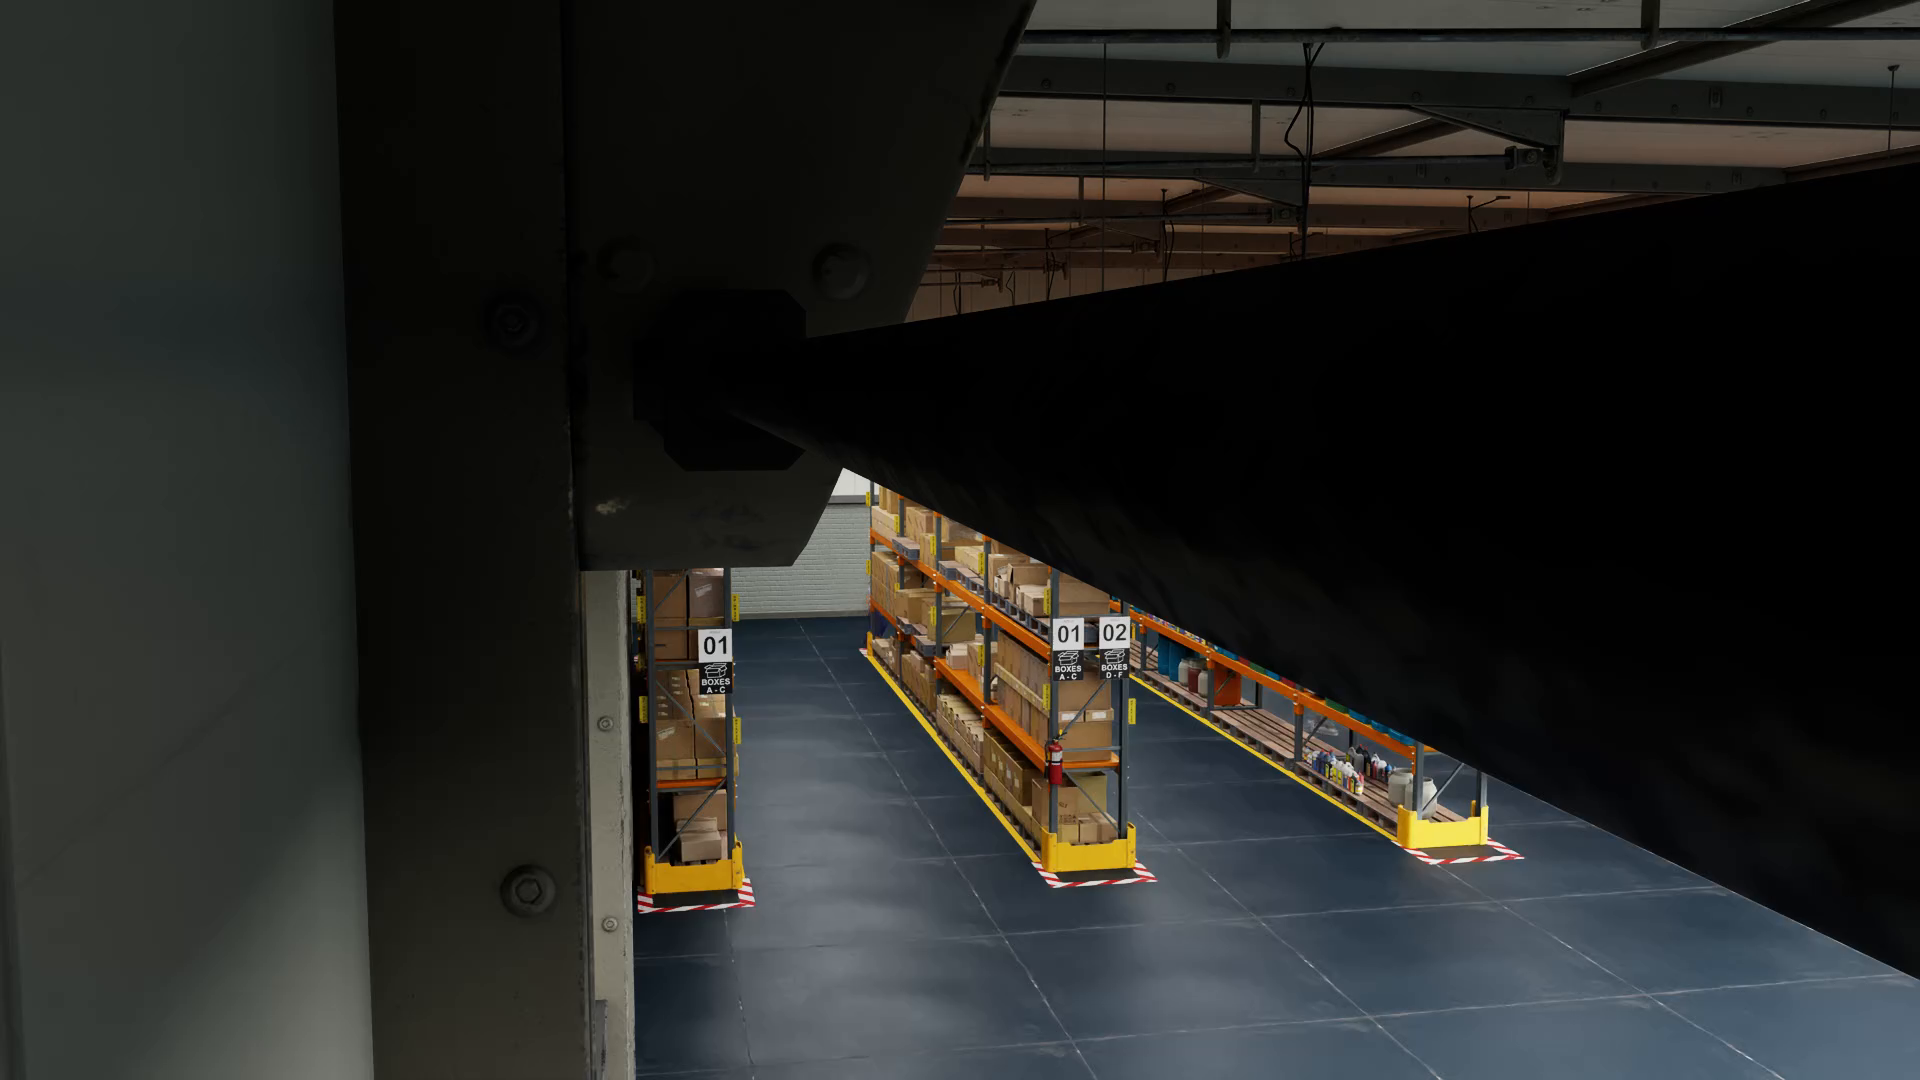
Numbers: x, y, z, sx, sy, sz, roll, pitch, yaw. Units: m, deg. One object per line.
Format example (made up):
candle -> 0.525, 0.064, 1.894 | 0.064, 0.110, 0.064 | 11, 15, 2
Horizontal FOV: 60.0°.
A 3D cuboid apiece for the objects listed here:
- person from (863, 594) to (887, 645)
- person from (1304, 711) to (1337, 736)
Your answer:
person -> -1.832, 1.622, 37.521 | 0.714, 1.607, 0.780 | 1, 6, 14
person -> 6.301, 2.556, 28.624 | 0.620, 1.582, 0.545 | -1, 6, -6
